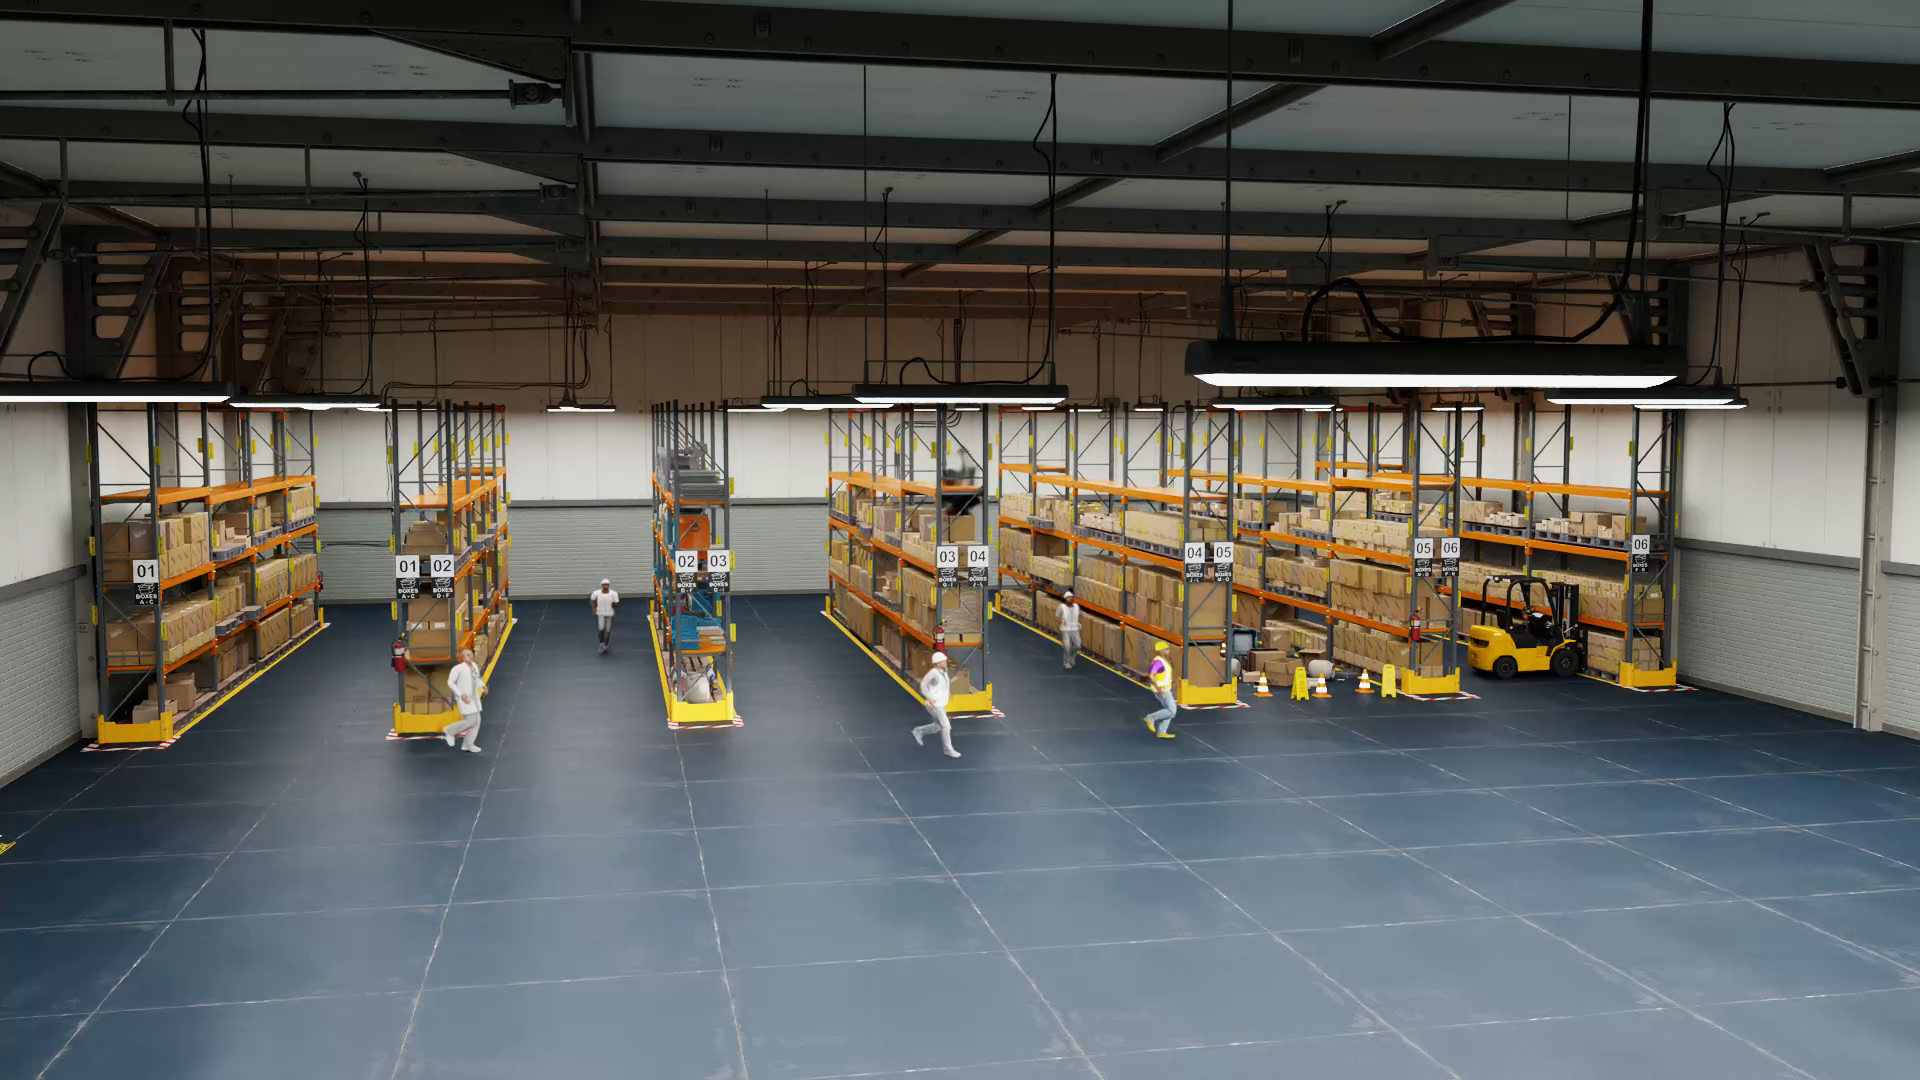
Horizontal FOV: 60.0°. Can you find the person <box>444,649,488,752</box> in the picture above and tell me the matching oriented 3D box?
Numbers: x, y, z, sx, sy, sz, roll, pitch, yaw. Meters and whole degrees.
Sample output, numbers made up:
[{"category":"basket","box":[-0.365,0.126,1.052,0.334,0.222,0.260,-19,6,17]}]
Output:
[{"category":"person","box":[-8.415,2.763,28.353,0.690,1.672,0.706,2,5,23]}]

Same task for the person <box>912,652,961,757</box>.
[{"category":"person","box":[-0.419,2.753,27.930,0.898,1.765,0.678,2,5,24]}]

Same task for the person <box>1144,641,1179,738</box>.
[{"category":"person","box":[3.566,2.651,29.381,0.592,1.722,0.714,1,4,15]}]

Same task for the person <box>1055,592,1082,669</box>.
[{"category":"person","box":[2.485,2.033,37.315,0.669,1.737,0.589,-1,4,-14]}]

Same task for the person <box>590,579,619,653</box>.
[{"category":"person","box":[-8.548,1.833,40.077,0.672,1.803,0.739,-1,5,-18]}]
